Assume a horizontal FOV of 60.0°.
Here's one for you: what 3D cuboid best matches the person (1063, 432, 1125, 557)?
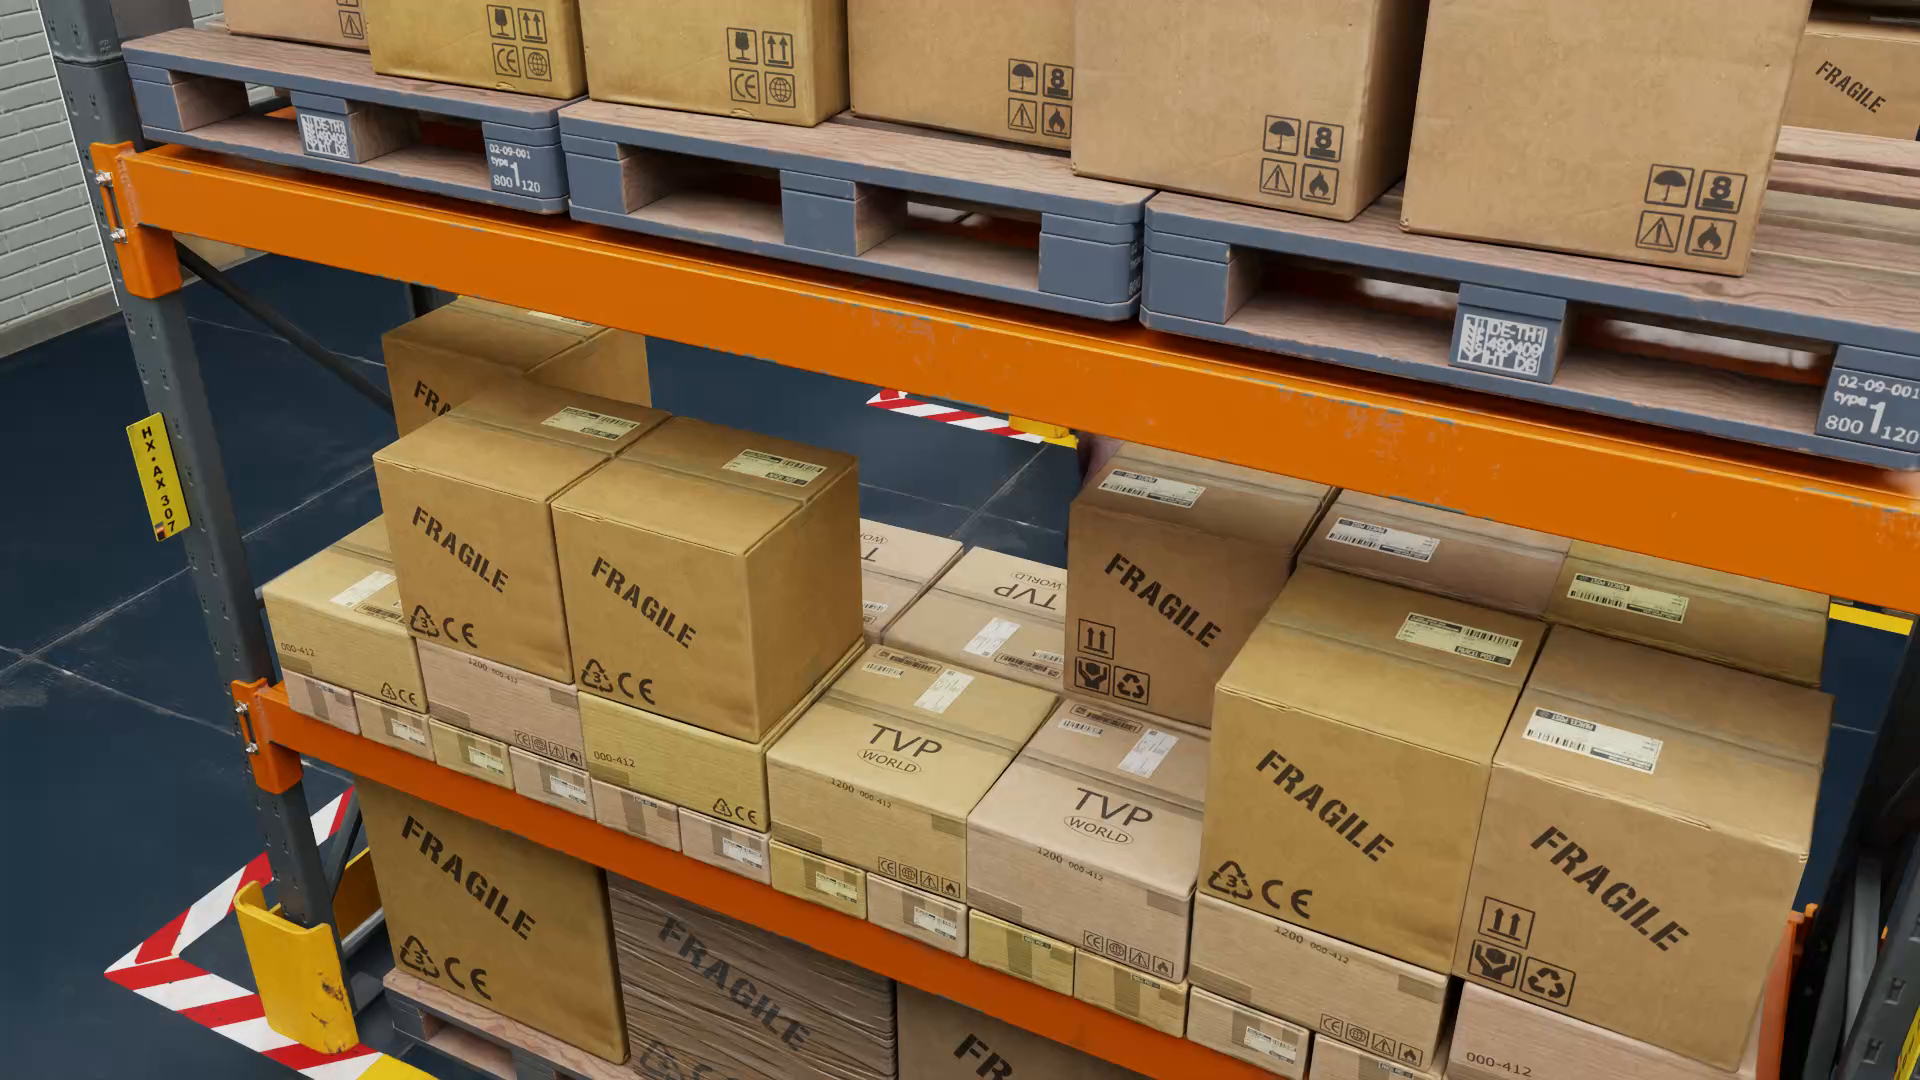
[{"bbox_3d":[0.722,-0.056,6.937,0.615,1.092,0.860,14,33,23],"label":"person"}]
